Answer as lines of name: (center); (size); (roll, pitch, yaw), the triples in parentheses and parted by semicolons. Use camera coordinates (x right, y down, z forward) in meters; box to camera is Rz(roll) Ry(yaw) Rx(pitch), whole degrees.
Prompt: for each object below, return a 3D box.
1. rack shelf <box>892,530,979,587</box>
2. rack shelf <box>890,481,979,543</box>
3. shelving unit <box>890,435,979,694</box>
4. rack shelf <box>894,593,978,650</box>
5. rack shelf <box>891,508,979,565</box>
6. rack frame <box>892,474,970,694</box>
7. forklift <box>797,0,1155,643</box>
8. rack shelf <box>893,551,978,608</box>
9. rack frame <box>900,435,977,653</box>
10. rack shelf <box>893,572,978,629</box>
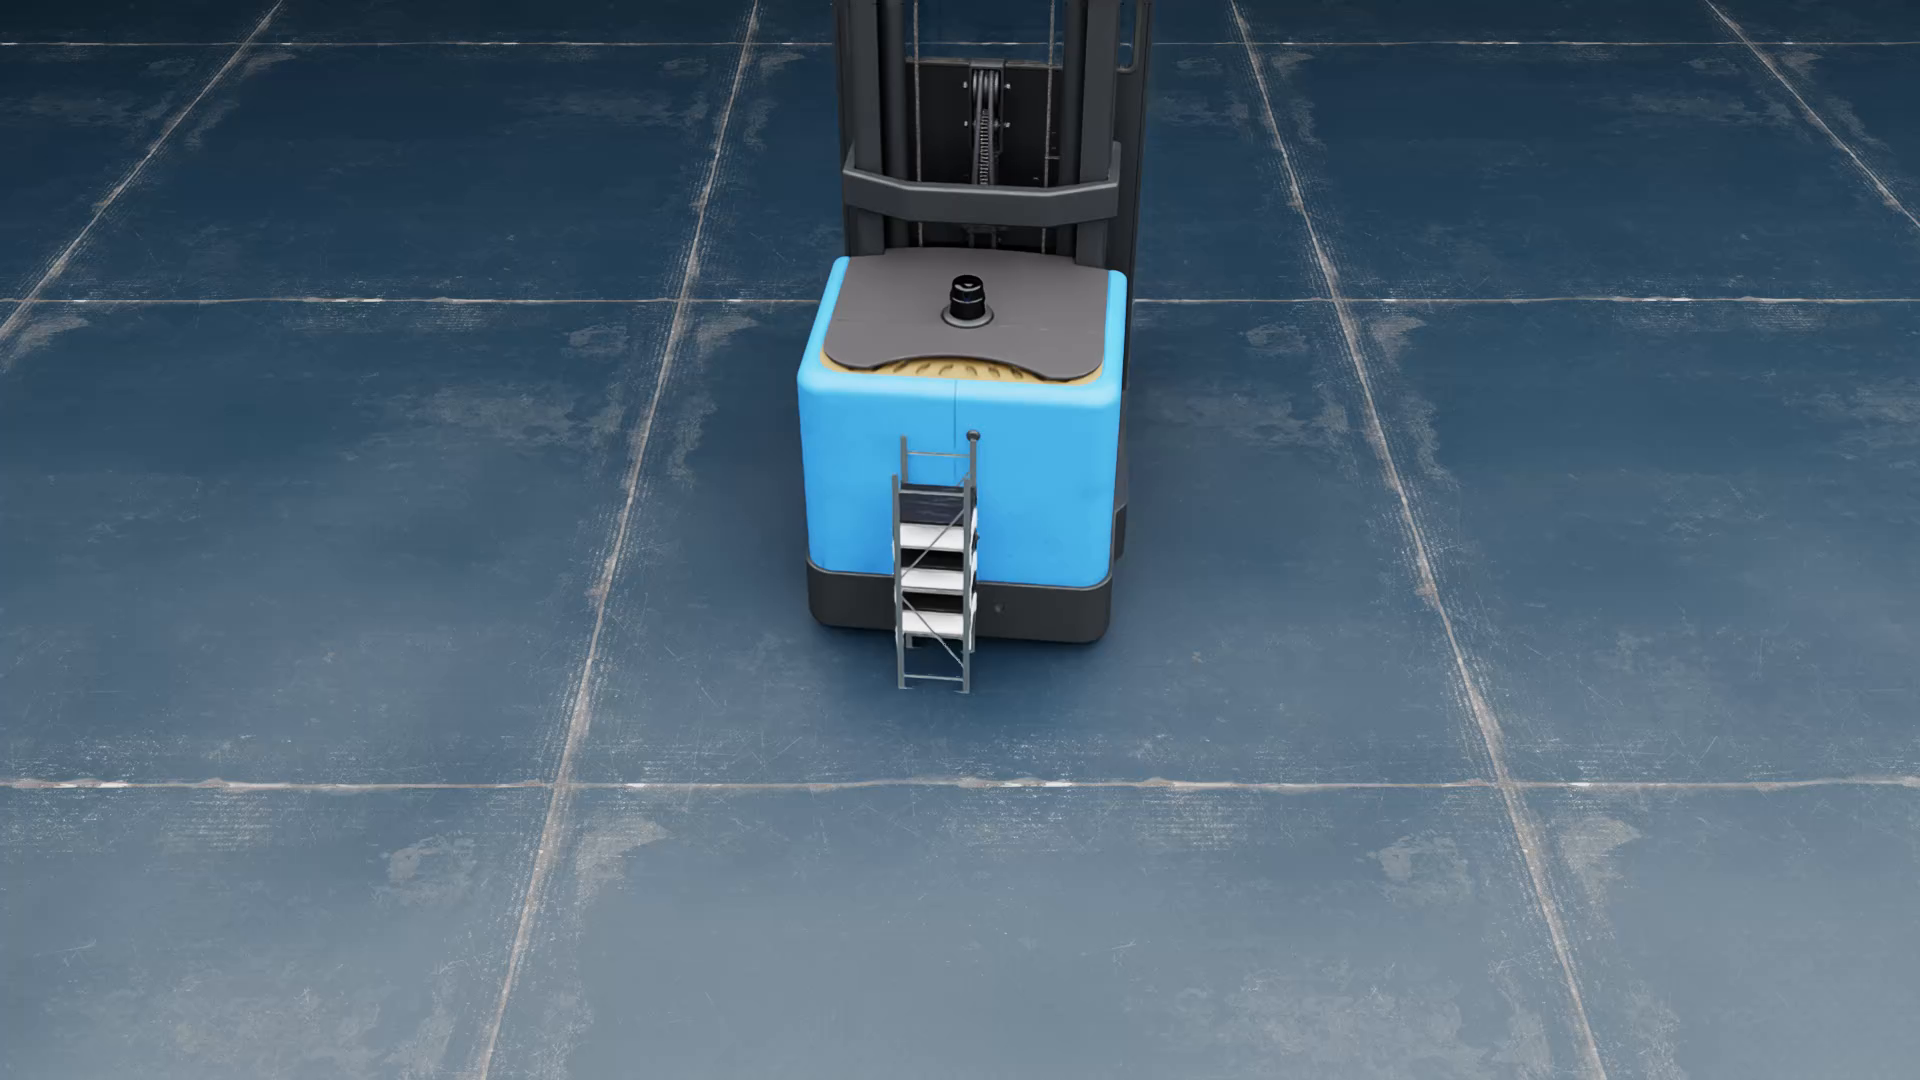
rack shelf: (-0.078, 0.051, 5.376); (0.258, 0.077, 0.200); (4, 39, 5)
rack shelf: (-0.078, -0.089, 5.264); (0.258, 0.077, 0.200); (4, 39, 5)
shelving unit: (-0.078, 0.095, 5.412); (0.258, 0.900, 0.210); (4, 39, 5)
rack shelf: (-0.078, 0.262, 5.545); (0.258, 0.077, 0.200); (4, 39, 5)
rack shelf: (-0.078, -0.019, 5.320); (0.258, 0.077, 0.200); (4, 39, 5)
rack frame: (-0.088, 0.158, 5.333); (0.240, 0.900, 0.006); (4, 39, 5)
forklift: (0.139, -1.704, 6.032); (1.130, 2.935, 3.031); (4, 39, 5)
rack shelf: (-0.078, 0.121, 5.432); (0.258, 0.077, 0.200); (4, 39, 5)
rack frame: (-0.068, 0.032, 5.490); (0.240, 0.900, 0.006); (4, 39, 5)
rack shelf: (-0.078, 0.191, 5.489); (0.258, 0.077, 0.200); (4, 39, 5)
